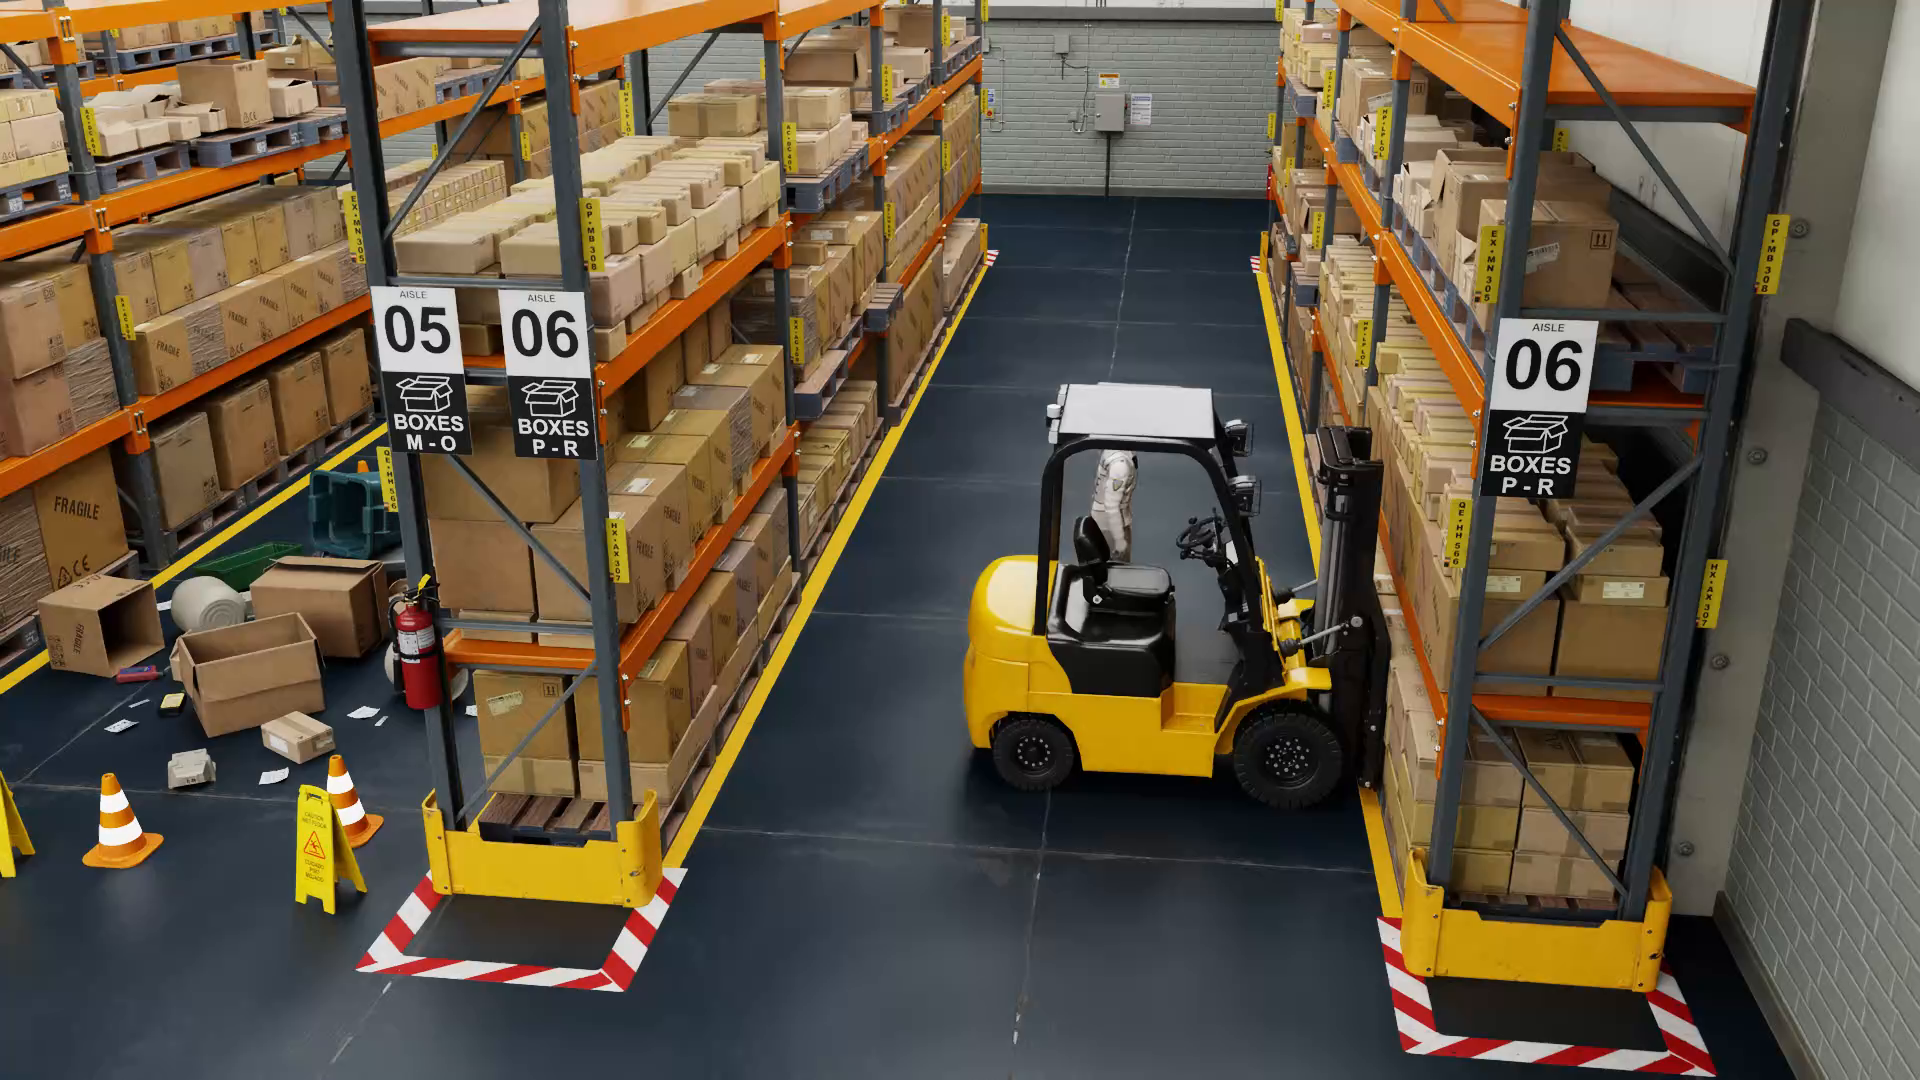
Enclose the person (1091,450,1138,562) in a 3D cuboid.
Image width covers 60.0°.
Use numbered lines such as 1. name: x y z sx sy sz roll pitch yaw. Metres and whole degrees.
1. person: 1.068 -0.076 11.278 0.374 1.661 0.528 3 21 7
